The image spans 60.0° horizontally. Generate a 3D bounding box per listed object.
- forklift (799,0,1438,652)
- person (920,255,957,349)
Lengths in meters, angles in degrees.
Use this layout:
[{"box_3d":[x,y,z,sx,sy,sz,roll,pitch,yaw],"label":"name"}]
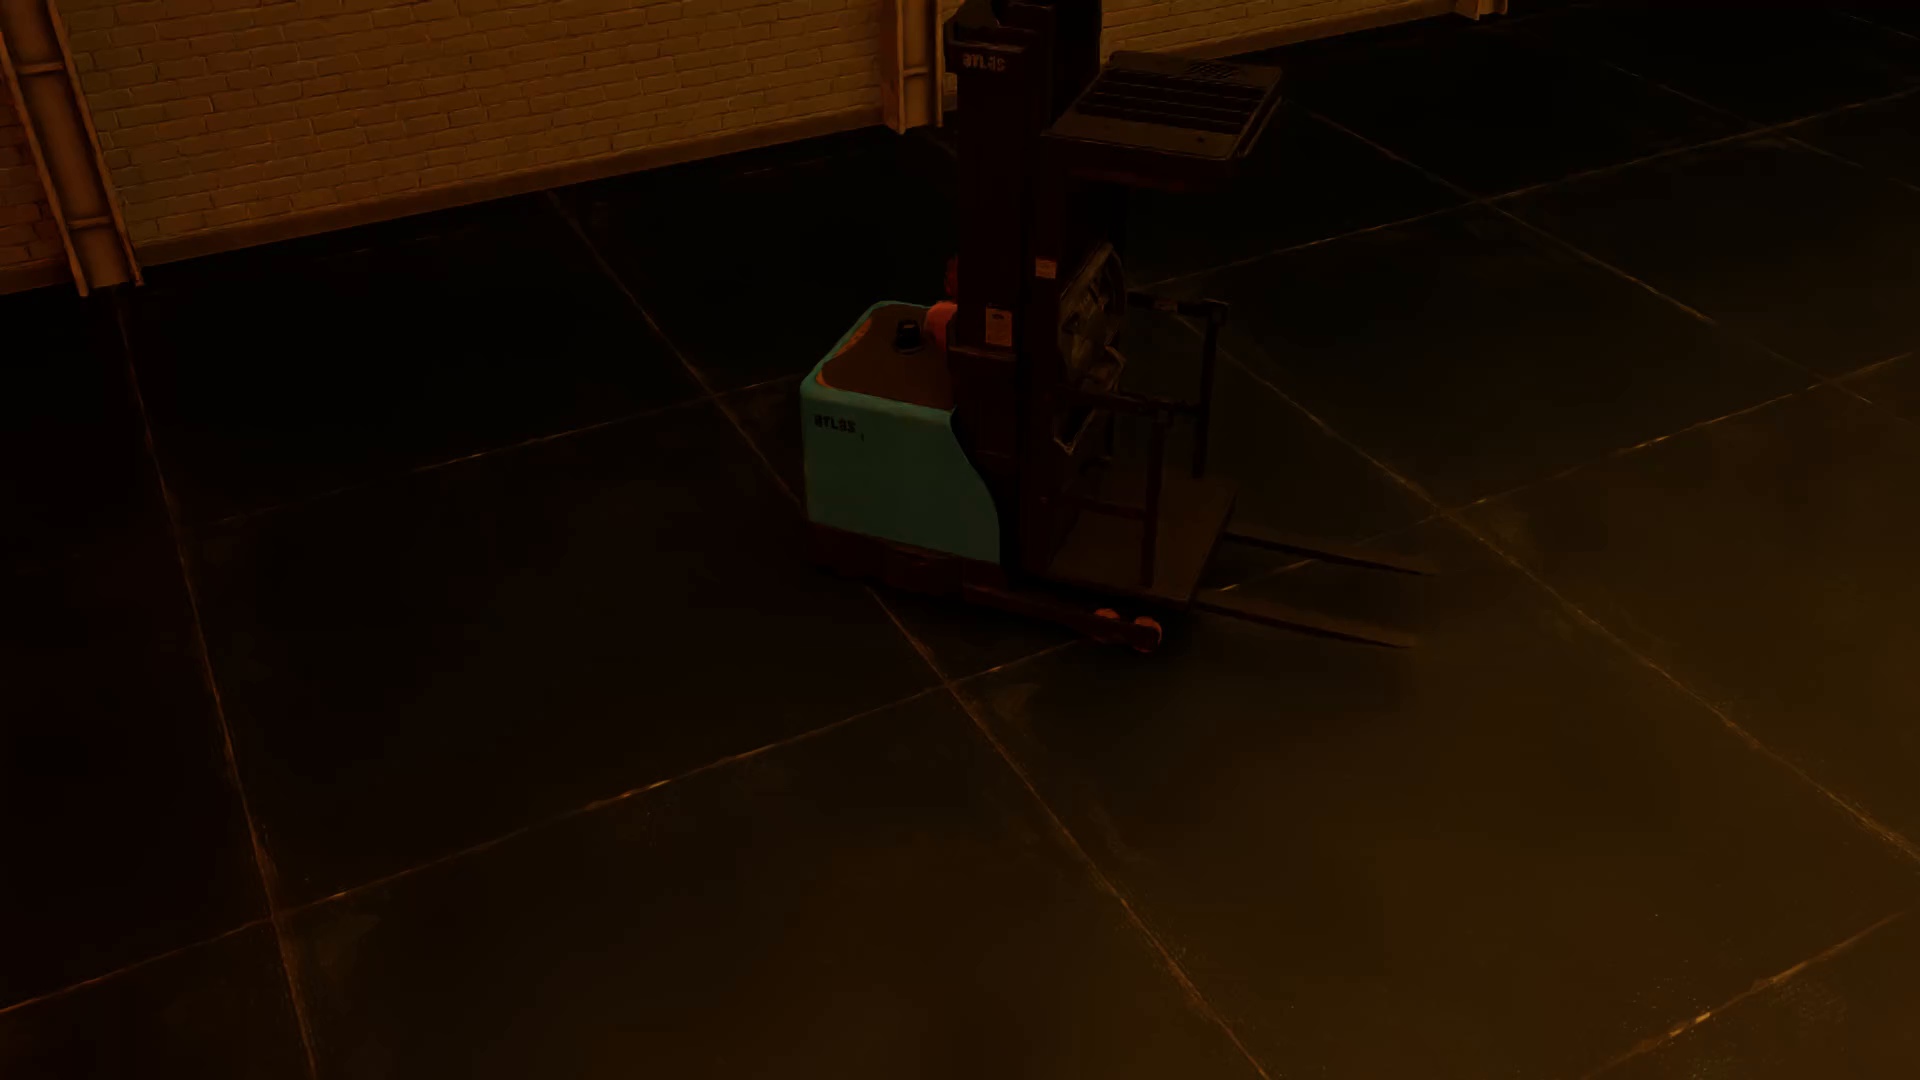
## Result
[{"box_3d":[0.792,-1.012,7.555,3.031,2.935,1.130,12,37,17],"label":"forklift"},{"box_3d":[0.022,-0.696,8.293,0.537,1.550,0.528,6,36,9],"label":"person"}]
